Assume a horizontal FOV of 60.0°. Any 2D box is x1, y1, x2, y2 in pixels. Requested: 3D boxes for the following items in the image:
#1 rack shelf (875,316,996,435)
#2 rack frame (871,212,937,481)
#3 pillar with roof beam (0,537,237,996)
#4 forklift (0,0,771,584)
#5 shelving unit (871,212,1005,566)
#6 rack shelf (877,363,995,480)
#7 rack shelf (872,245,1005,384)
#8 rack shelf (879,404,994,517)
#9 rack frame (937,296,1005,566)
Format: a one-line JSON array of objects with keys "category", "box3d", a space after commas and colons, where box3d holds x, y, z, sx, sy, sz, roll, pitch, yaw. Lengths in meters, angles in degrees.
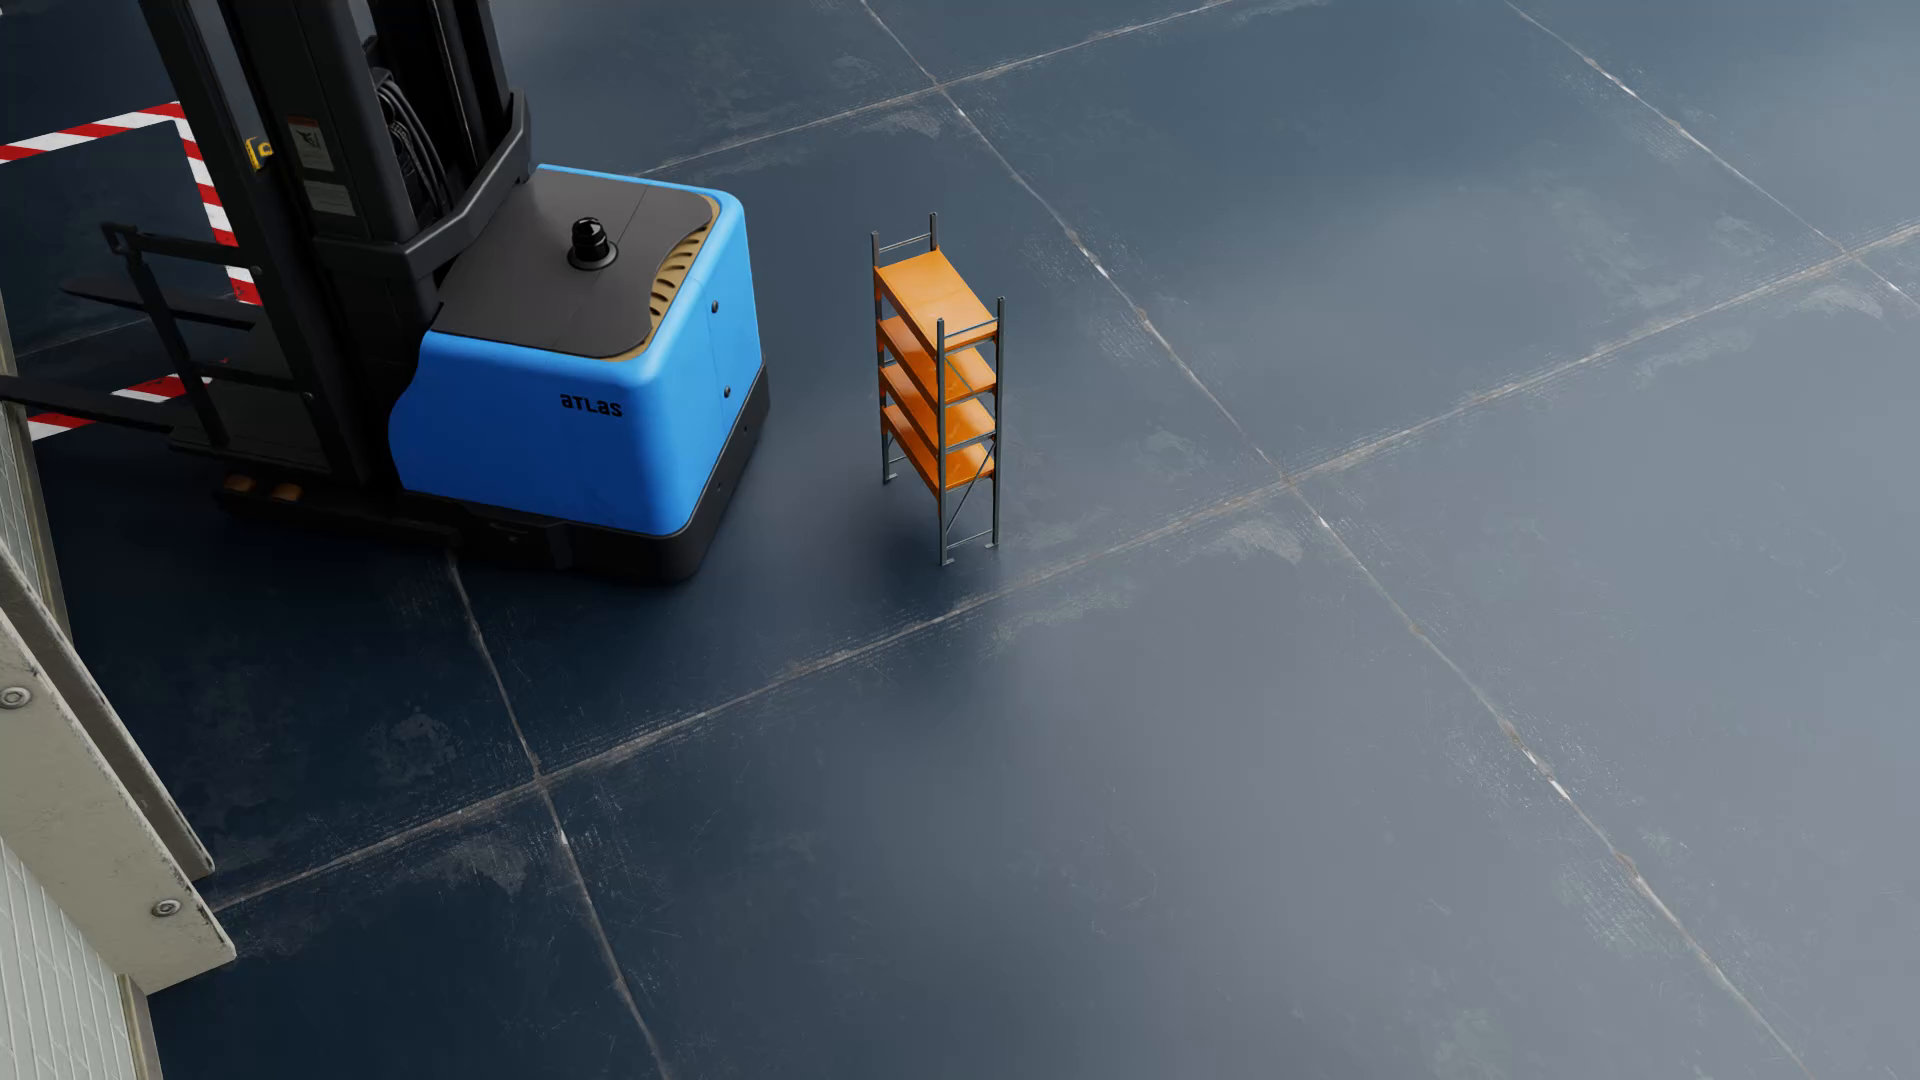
[{"category": "rack shelf", "box3d": [-0.076, -0.609, 5.778, 0.258, 0.148, 0.480, -21, 52, -18]}, {"category": "rack frame", "box3d": [-0.187, -0.669, 6.038, 0.240, 1.200, 0.015, -21, 52, -18]}, {"category": "pillar with roof beam", "box3d": [1.372, -3.237, 3.103, 9.100, 9.000, 0.400, -21, 52, -18]}, {"category": "forklift", "box3d": [-2.327, -1.398, 5.525, 3.031, 2.935, 1.130, 10, 50, 9]}, {"category": "shelving unit", "box3d": [-0.076, -0.506, 5.895, 0.258, 1.200, 0.503, -21, 52, -18]}, {"category": "rack shelf", "box3d": [-0.076, -0.462, 5.946, 0.258, 0.148, 0.480, -21, 52, -18]}, {"category": "rack shelf", "box3d": [-0.076, -0.765, 5.599, 0.258, 0.148, 0.480, -21, 52, -18]}, {"category": "rack shelf", "box3d": [-0.076, -0.331, 6.095, 0.258, 0.148, 0.480, -21, 52, -18]}, {"category": "rack frame", "box3d": [0.036, -0.342, 5.752, 0.240, 1.200, 0.015, -21, 52, -18]}]
